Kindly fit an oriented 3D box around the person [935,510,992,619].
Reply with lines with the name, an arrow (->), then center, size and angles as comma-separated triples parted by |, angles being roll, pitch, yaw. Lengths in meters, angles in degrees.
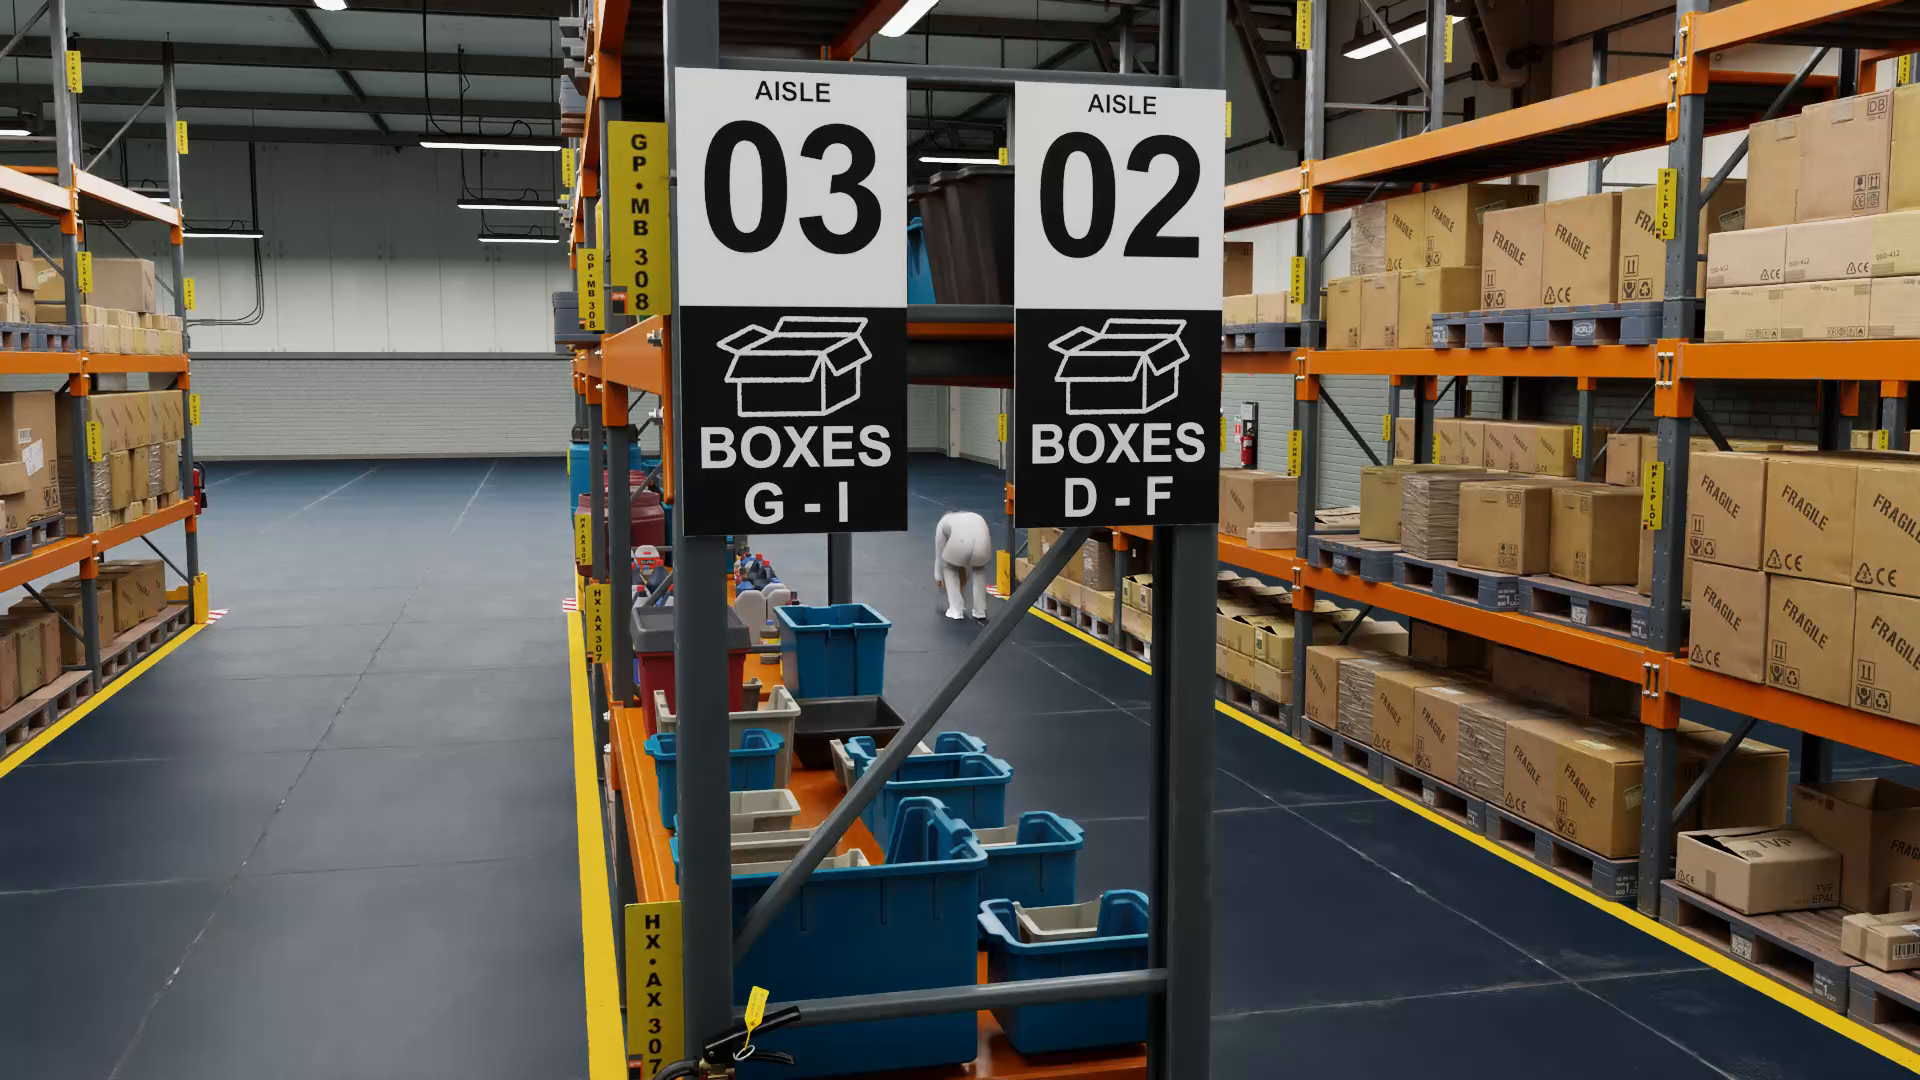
person -> 0.021, 0.249, 18.078 | 0.568, 1.139, 0.948 | -2, 6, -16
